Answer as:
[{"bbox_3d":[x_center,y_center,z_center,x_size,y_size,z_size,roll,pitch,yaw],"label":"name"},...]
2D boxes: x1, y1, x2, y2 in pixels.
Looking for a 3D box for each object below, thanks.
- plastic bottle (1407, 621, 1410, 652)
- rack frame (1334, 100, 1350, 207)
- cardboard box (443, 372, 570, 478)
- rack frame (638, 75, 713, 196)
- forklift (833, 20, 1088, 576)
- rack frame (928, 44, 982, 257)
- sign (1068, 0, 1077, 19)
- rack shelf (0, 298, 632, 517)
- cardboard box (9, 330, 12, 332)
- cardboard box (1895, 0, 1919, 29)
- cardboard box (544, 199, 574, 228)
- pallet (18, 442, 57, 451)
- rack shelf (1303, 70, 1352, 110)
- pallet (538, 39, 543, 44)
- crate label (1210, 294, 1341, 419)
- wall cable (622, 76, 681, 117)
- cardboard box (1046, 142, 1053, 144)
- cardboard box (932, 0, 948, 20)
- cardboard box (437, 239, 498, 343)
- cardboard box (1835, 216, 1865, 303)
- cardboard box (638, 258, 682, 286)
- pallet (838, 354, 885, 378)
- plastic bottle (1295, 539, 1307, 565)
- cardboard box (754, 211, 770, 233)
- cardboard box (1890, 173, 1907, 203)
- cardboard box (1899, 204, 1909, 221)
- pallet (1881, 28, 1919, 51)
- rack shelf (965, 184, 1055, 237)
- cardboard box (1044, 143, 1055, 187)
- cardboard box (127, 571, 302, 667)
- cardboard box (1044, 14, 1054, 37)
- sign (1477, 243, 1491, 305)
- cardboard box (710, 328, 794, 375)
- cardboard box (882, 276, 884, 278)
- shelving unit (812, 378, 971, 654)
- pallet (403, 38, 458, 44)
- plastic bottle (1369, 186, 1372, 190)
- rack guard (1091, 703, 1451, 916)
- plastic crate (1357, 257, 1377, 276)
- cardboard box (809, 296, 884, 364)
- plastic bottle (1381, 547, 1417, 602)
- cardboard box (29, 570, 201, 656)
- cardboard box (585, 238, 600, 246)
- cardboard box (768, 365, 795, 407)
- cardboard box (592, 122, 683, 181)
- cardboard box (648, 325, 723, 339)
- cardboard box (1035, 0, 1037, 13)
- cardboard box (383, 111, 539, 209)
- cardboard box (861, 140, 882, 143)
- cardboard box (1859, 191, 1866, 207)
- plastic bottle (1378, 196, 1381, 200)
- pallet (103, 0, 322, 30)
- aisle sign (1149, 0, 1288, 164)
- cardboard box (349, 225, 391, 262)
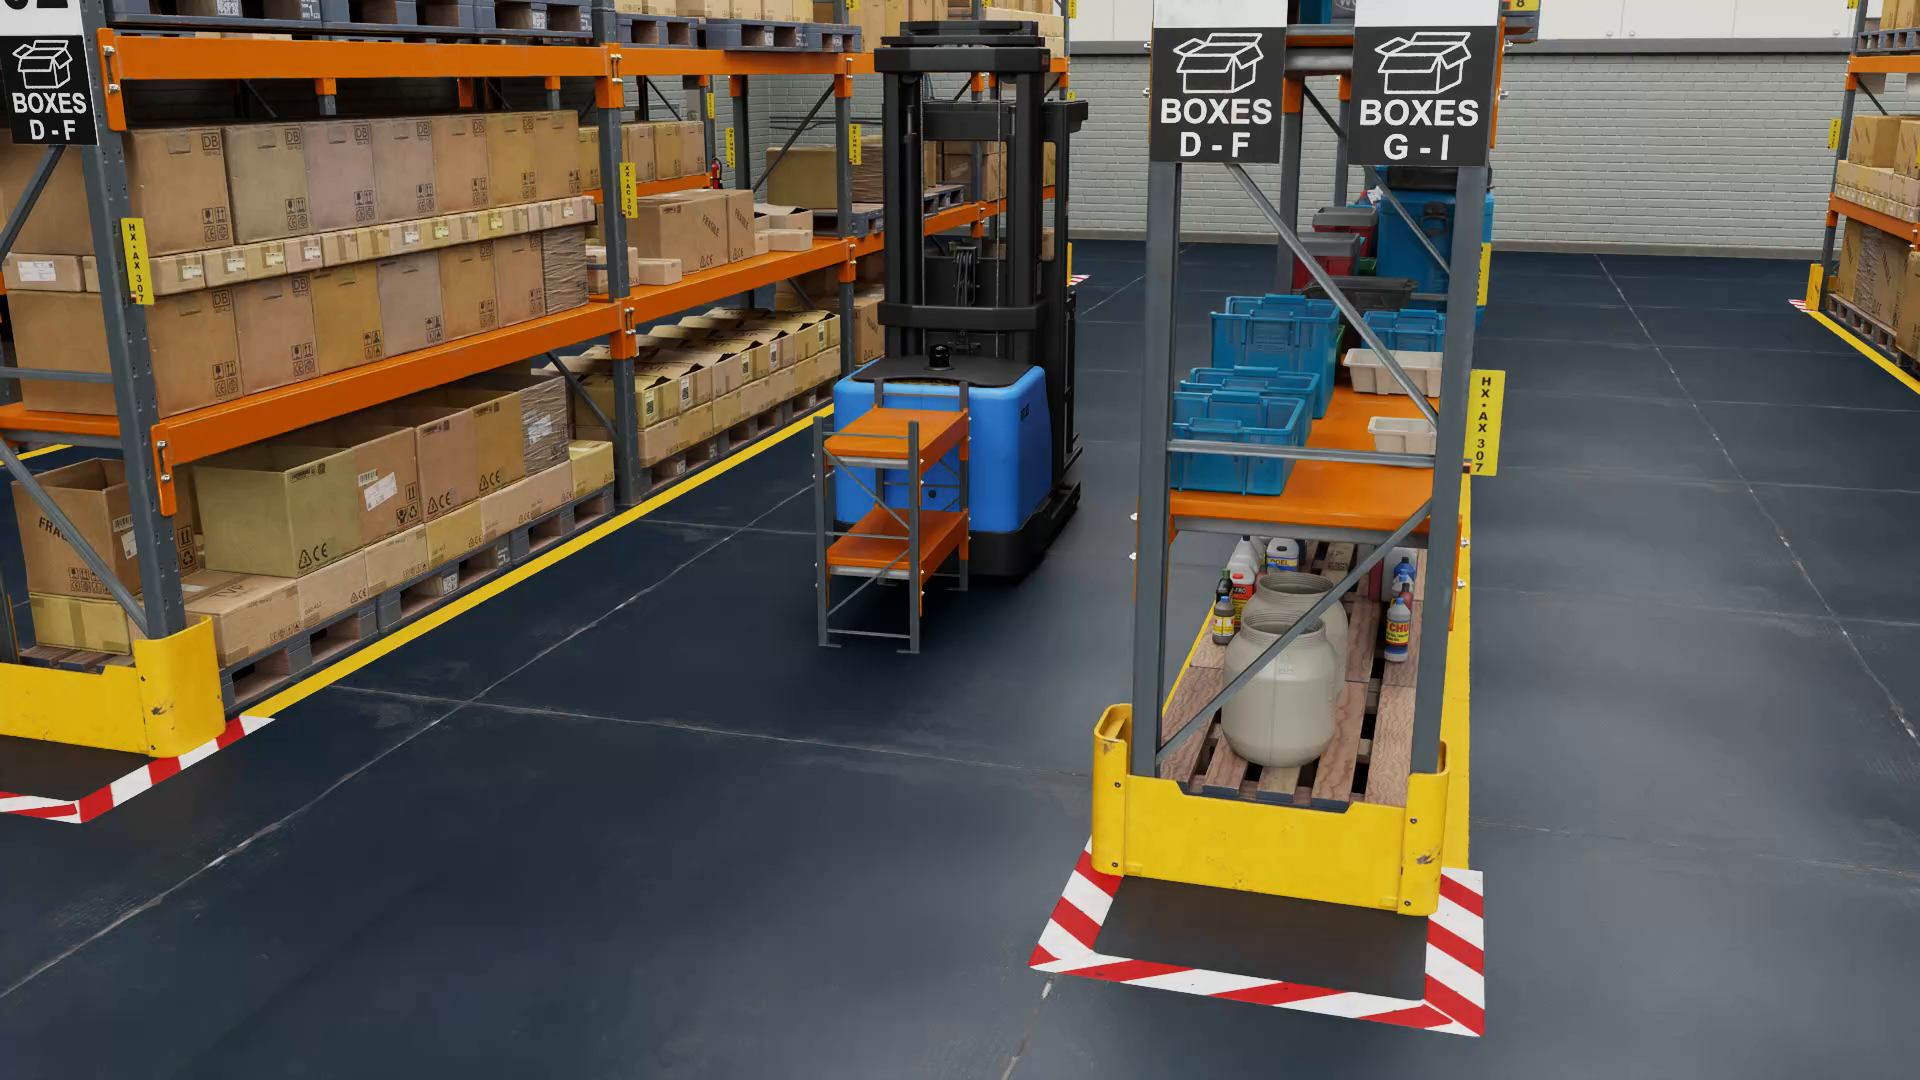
[{"bbox_3d":[1.919,0.389,7.284,0.097,0.201,0.097,0,16,0],"label":"plastic bottle"},{"bbox_3d":[3.349,-2.362,12.659,1.000,3.000,0.127,5,16,16],"label":"rack frame"},{"bbox_3d":[-2.611,-0.672,9.597,0.500,0.500,0.500,5,16,16],"label":"cardboard box"},{"bbox_3d":[-3.876,-5.223,22.747,1.000,3.000,0.127,5,16,16],"label":"rack frame"},{"bbox_3d":[0.147,-1.577,10.019,1.130,2.935,3.031,4,16,13],"label":"forklift"},{"bbox_3d":[-0.262,-3.793,17.706,1.000,3.000,0.127,5,16,16],"label":"rack frame"},{"bbox_3d":[1.401,-6.661,20.696,0.100,0.325,0.005,5,16,16],"label":"sign"},{"bbox_3d":[-3.104,-0.831,8.581,1.077,0.370,4.000,5,16,16],"label":"rack shelf"},{"bbox_3d":[-6.994,-1.426,13.133,0.700,0.500,0.500,4,16,15],"label":"cardboard box"},{"bbox_3d":[9.899,-5.395,16.720,0.700,0.500,0.500,3,16,12],"label":"cardboard box"},{"bbox_3d":[-2.480,-1.908,9.688,0.380,0.149,0.250,4,16,15],"label":"cardboard box"},{"bbox_3d":[-7.066,-0.946,12.777,1.003,0.211,1.213,5,16,16],"label":"pallet"},{"bbox_3d":[2.781,-2.936,10.503,1.077,0.370,4.000,5,16,16],"label":"rack shelf"},{"bbox_3d":[-4.770,-5.790,19.412,1.003,0.211,1.213,5,16,16],"label":"pallet"},{"bbox_3d":[1.339,-0.788,7.047,0.502,0.435,0.616,5,16,16],"label":"crate label"},{"bbox_3d":[-4.419,-6.120,24.048,0.084,1.984,1.851,5,16,16],"label":"wall cable"},{"bbox_3d":[0.869,-5.099,20.294,0.500,0.500,0.500,5,17,17],"label":"cardboard box"},{"bbox_3d":[-0.476,-5.409,16.768,0.600,0.600,0.600,3,16,11],"label":"cardboard box"},{"bbox_3d":[-2.946,-1.362,8.953,0.700,0.500,0.500,5,17,17],"label":"cardboard box"},{"bbox_3d":[10.266,-3.077,18.304,0.875,0.875,0.875,5,16,16],"label":"cardboard box"},{"bbox_3d":[-2.088,-1.795,11.123,0.380,0.149,0.250,5,16,16],"label":"cardboard box"},{"bbox_3d":[-1.151,-1.598,15.076,1.003,0.211,1.213,5,16,16],"label":"pallet"},{"bbox_3d":[1.723,-0.062,8.600,0.144,0.351,0.185,5,16,16],"label":"plastic bottle"},{"bbox_3d":[-1.839,-2.485,13.257,0.500,0.311,0.500,4,16,15],"label":"cardboard box"},{"bbox_3d":[9.253,-3.367,15.931,0.500,0.250,0.500,5,17,18],"label":"cardboard box"},{"bbox_3d":[9.080,-3.076,15.638,0.380,0.149,0.250,5,17,17],"label":"cardboard box"},{"bbox_3d":[9.826,-4.956,16.471,1.003,0.211,1.213,5,16,16],"label":"pallet"},{"bbox_3d":[0.306,-3.971,19.649,1.077,0.370,4.000,5,16,16],"label":"rack shelf"},{"bbox_3d":[0.864,-4.614,20.415,0.500,0.500,0.500,5,17,16],"label":"cardboard box"},{"bbox_3d":[-3.307,0.344,7.389,0.500,0.250,0.500,5,16,16],"label":"cardboard box"},{"bbox_3d":[0.831,-6.166,19.934,0.500,0.250,0.500,5,16,16],"label":"cardboard box"},{"bbox_3d":[2.737,-1.403,8.771,0.100,0.325,0.005,5,16,16],"label":"sign"},{"bbox_3d":[-1.599,-1.471,12.762,0.500,0.311,0.500,5,16,16],"label":"cardboard box"},{"bbox_3d":[-0.923,-2.424,16.654,0.500,0.500,0.500,5,17,17],"label":"cardboard box"},{"bbox_3d":[-0.319,-0.153,8.307,0.538,1.125,1.048,4,16,13],"label":"shelving unit"},{"bbox_3d":[-5.702,-4.948,16.625,1.003,0.211,1.213,5,17,18],"label":"pallet"},{"bbox_3d":[3.973,-3.289,16.143,0.061,0.283,0.133,5,16,16],"label":"plastic bottle"},{"bbox_3d":[1.052,0.910,5.704,1.175,0.500,0.348,5,16,16],"label":"rack guard"},{"bbox_3d":[2.437,-1.691,10.682,0.450,0.188,0.662,5,16,16],"label":"plastic crate"},{"bbox_3d":[-0.996,-1.853,14.640,0.500,0.500,0.500,5,17,18],"label":"cardboard box"},{"bbox_3d":[2.109,0.151,7.985,0.152,0.276,0.135,5,17,17],"label":"plastic bottle"},{"bbox_3d":[-3.803,0.304,7.531,0.500,0.250,0.500,5,16,16],"label":"cardboard box"},{"bbox_3d":[-4.702,-3.364,20.003,0.700,0.500,0.500,5,17,17],"label":"cardboard box"},{"bbox_3d":[-1.604,-1.203,12.843,0.500,0.250,0.500,5,17,17],"label":"cardboard box"},{"bbox_3d":[-4.207,-5.042,21.559,0.980,0.700,0.700,4,16,15],"label":"cardboard box"},{"bbox_3d":[-2.118,-1.510,12.899,0.500,0.311,0.500,4,16,14],"label":"cardboard box"},{"bbox_3d":[0.521,-6.552,19.920,0.700,0.500,0.500,5,16,16],"label":"cardboard box"},{"bbox_3d":[-2.798,-2.124,9.259,0.700,0.500,0.500,5,16,16],"label":"cardboard box"},{"bbox_3d":[-0.705,-3.577,15.989,0.700,0.500,0.500,1,16,2],"label":"cardboard box"},{"bbox_3d":[9.591,-3.546,17.294,0.380,0.149,0.250,4,16,15],"label":"cardboard box"},{"bbox_3d":[3.872,-3.003,15.147,0.152,0.276,0.135,5,16,16],"label":"plastic bottle"},{"bbox_3d":[-3.447,-2.237,6.886,1.003,0.211,1.213,5,16,16],"label":"pallet"},{"bbox_3d":[0.770,-1.524,4.940,0.394,0.787,0.004,5,16,16],"label":"aisle sign"},{"bbox_3d":[-2.990,-1.437,8.027,0.380,0.149,0.250,4,16,15],"label":"cardboard box"}]
